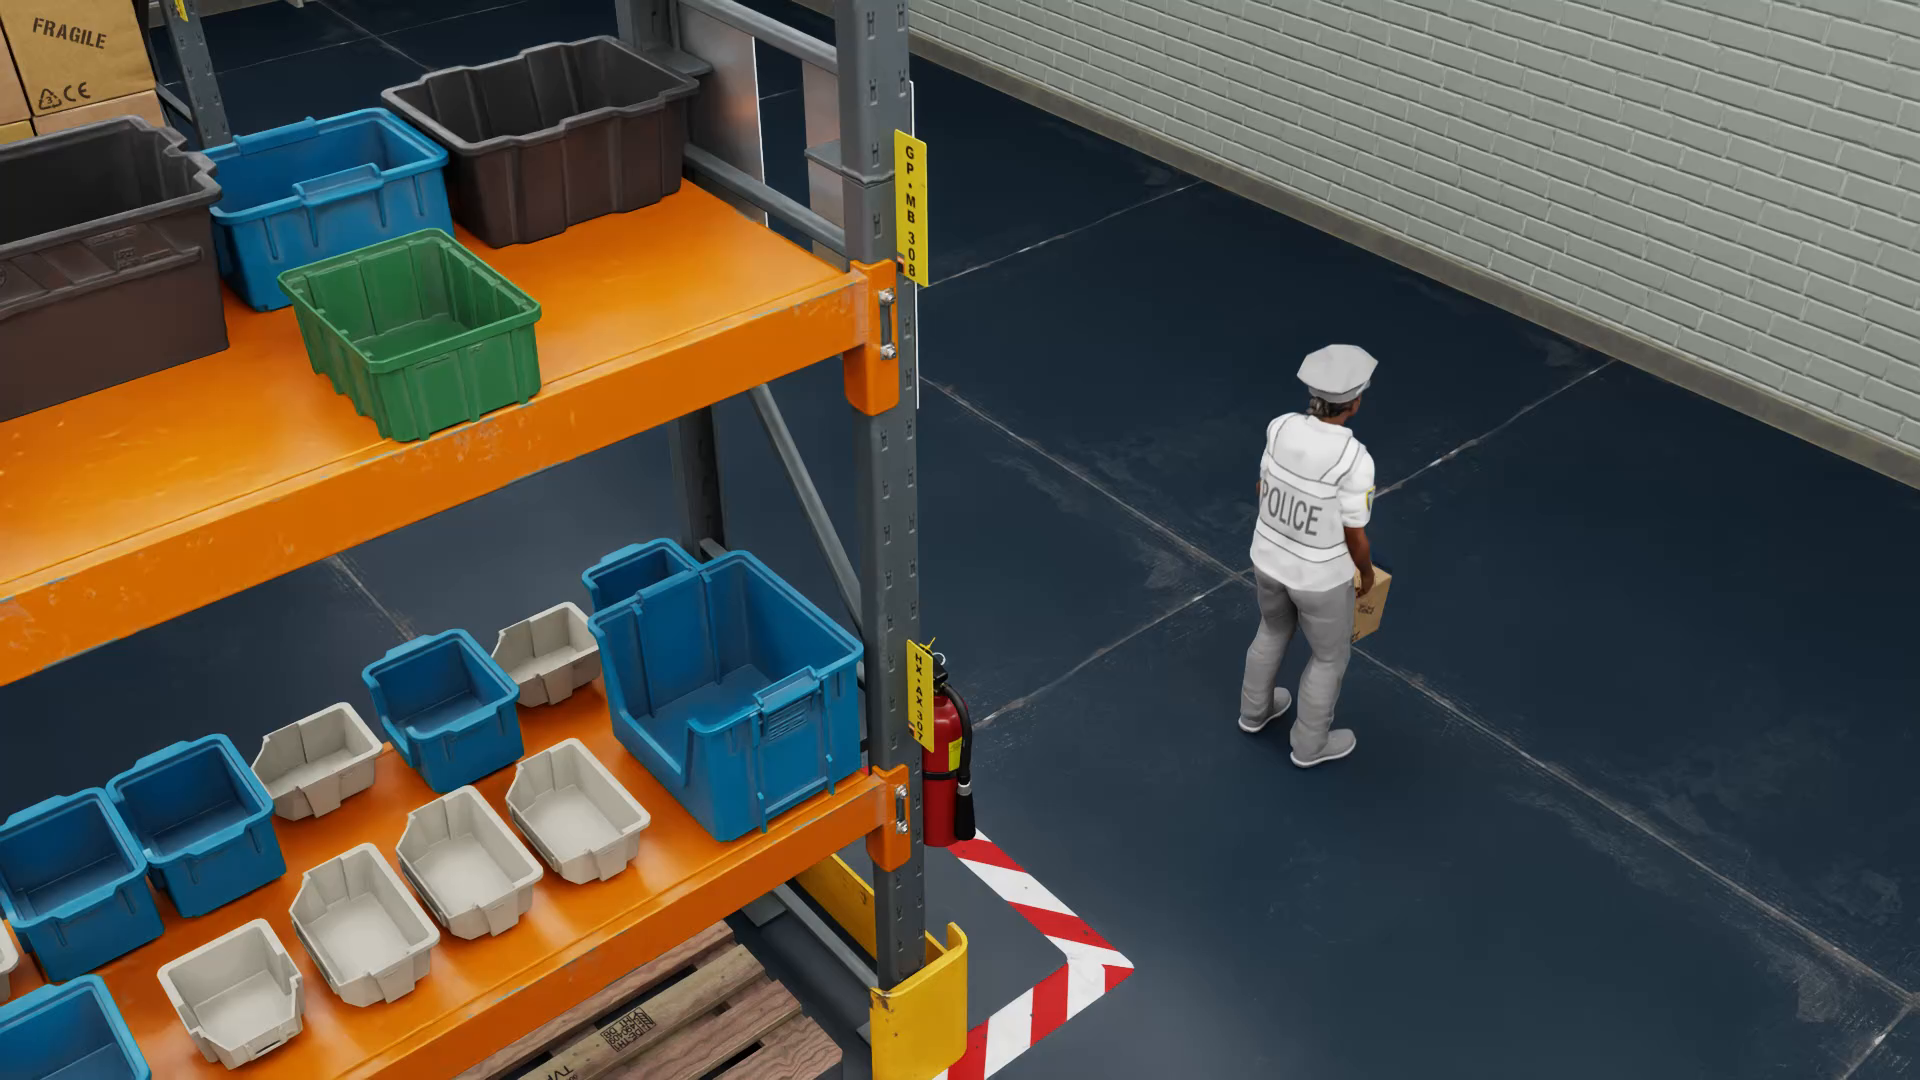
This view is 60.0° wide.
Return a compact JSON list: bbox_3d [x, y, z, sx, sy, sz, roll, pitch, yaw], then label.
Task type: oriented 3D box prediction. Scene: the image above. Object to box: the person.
[{"bbox_3d":[1.262,0.088,6.016,0.372,1.672,0.492,-28,44,-32],"label":"person"}]
